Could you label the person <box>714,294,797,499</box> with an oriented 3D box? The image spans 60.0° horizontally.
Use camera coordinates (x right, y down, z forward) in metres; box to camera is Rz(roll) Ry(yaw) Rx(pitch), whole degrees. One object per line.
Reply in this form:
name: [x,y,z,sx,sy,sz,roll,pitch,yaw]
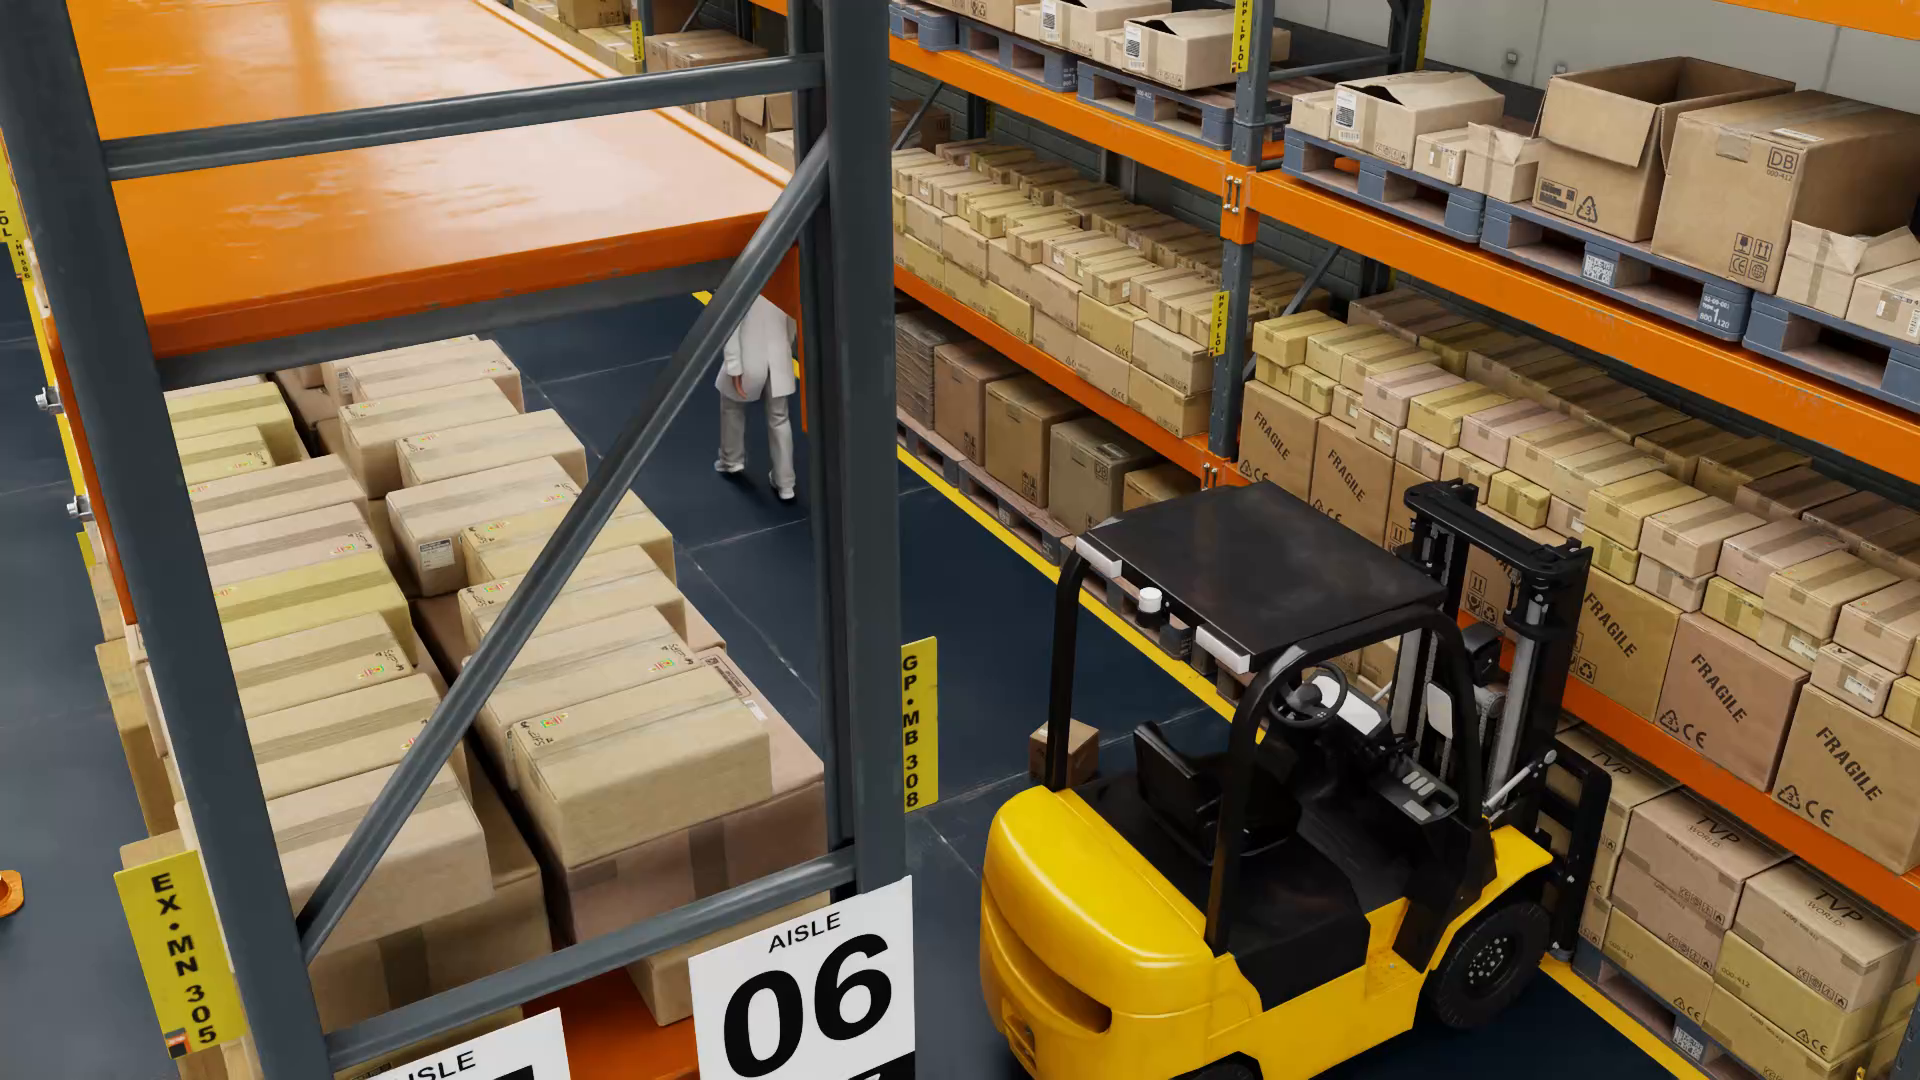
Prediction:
person: [-1.321,-1.169,10.732,0.580,1.801,0.833,-14,32,-24]
